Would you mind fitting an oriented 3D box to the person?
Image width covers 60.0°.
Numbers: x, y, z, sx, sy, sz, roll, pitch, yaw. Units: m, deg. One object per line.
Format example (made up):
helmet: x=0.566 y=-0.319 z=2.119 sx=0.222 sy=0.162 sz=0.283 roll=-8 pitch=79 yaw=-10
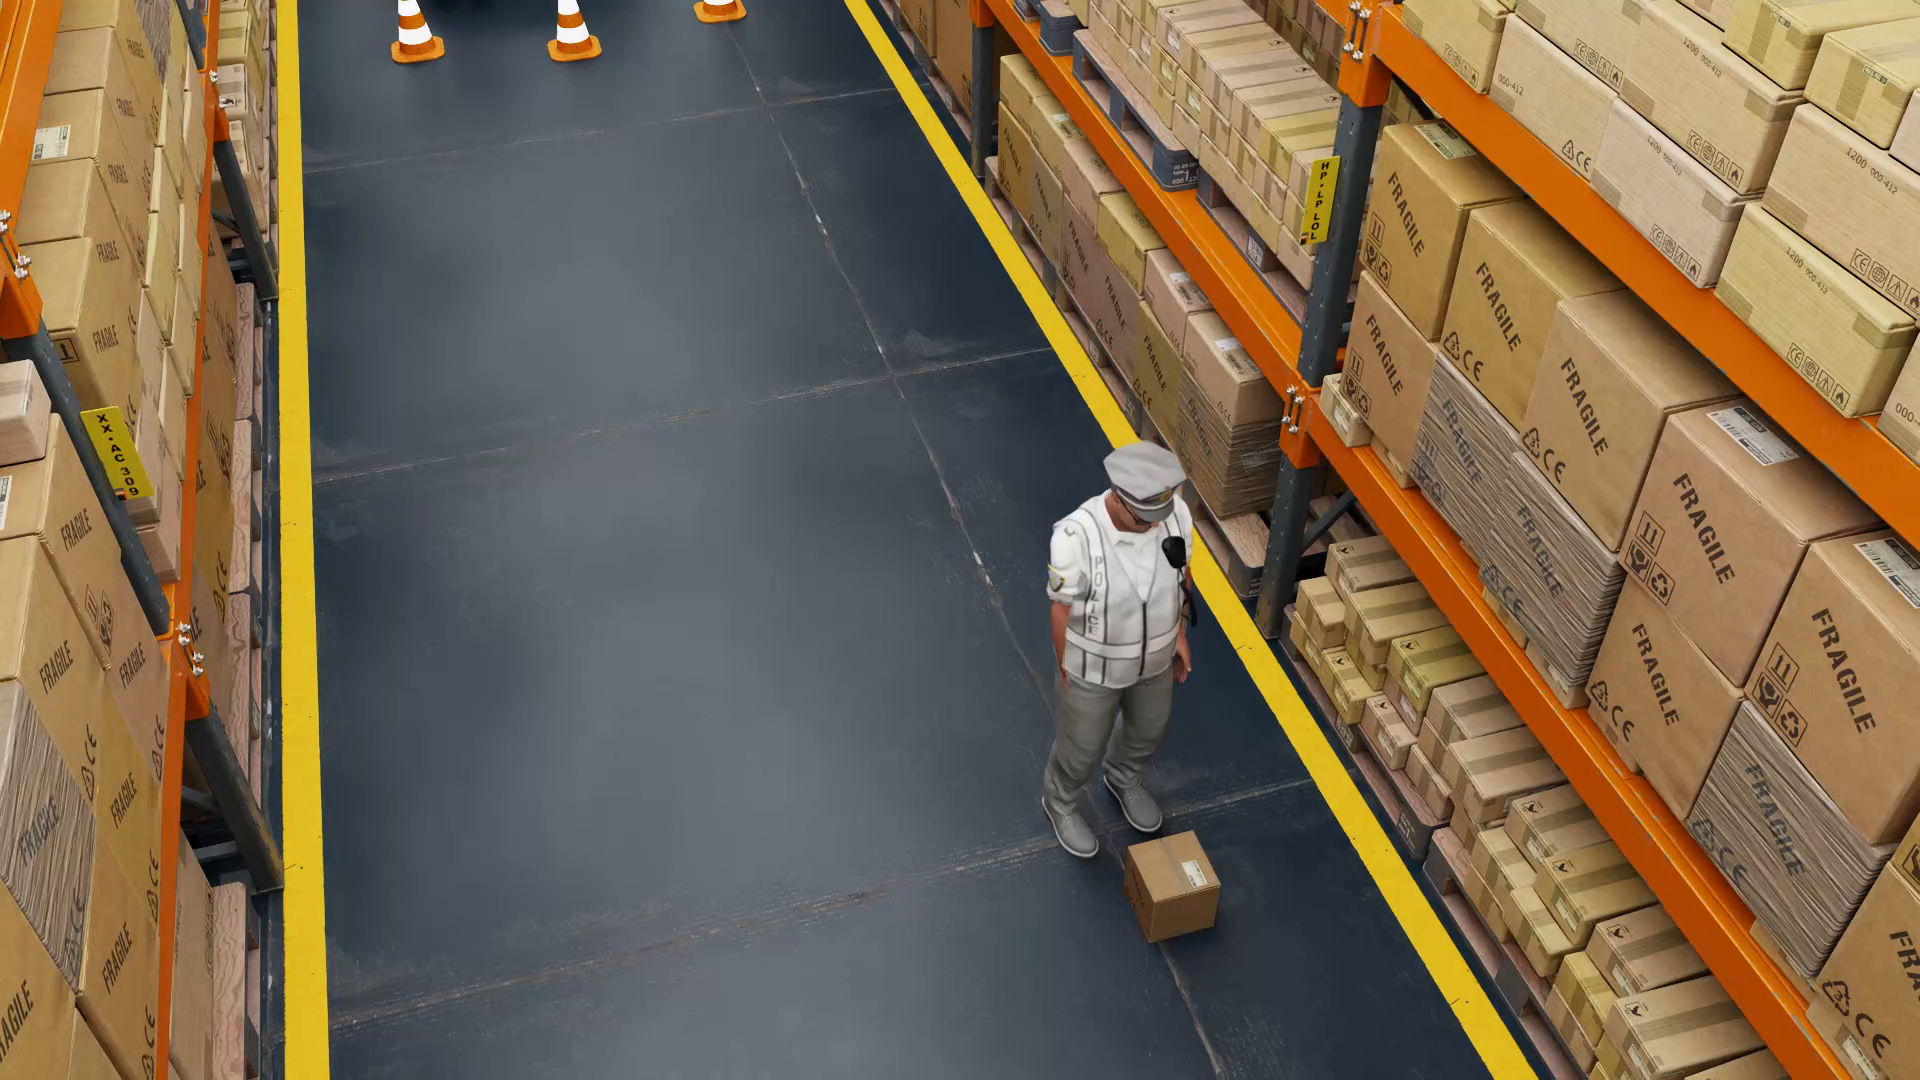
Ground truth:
person: x=0.554 y=0.382 z=5.747 sx=0.532 sy=1.737 sz=0.390 roll=-17 pitch=45 yaw=-18
